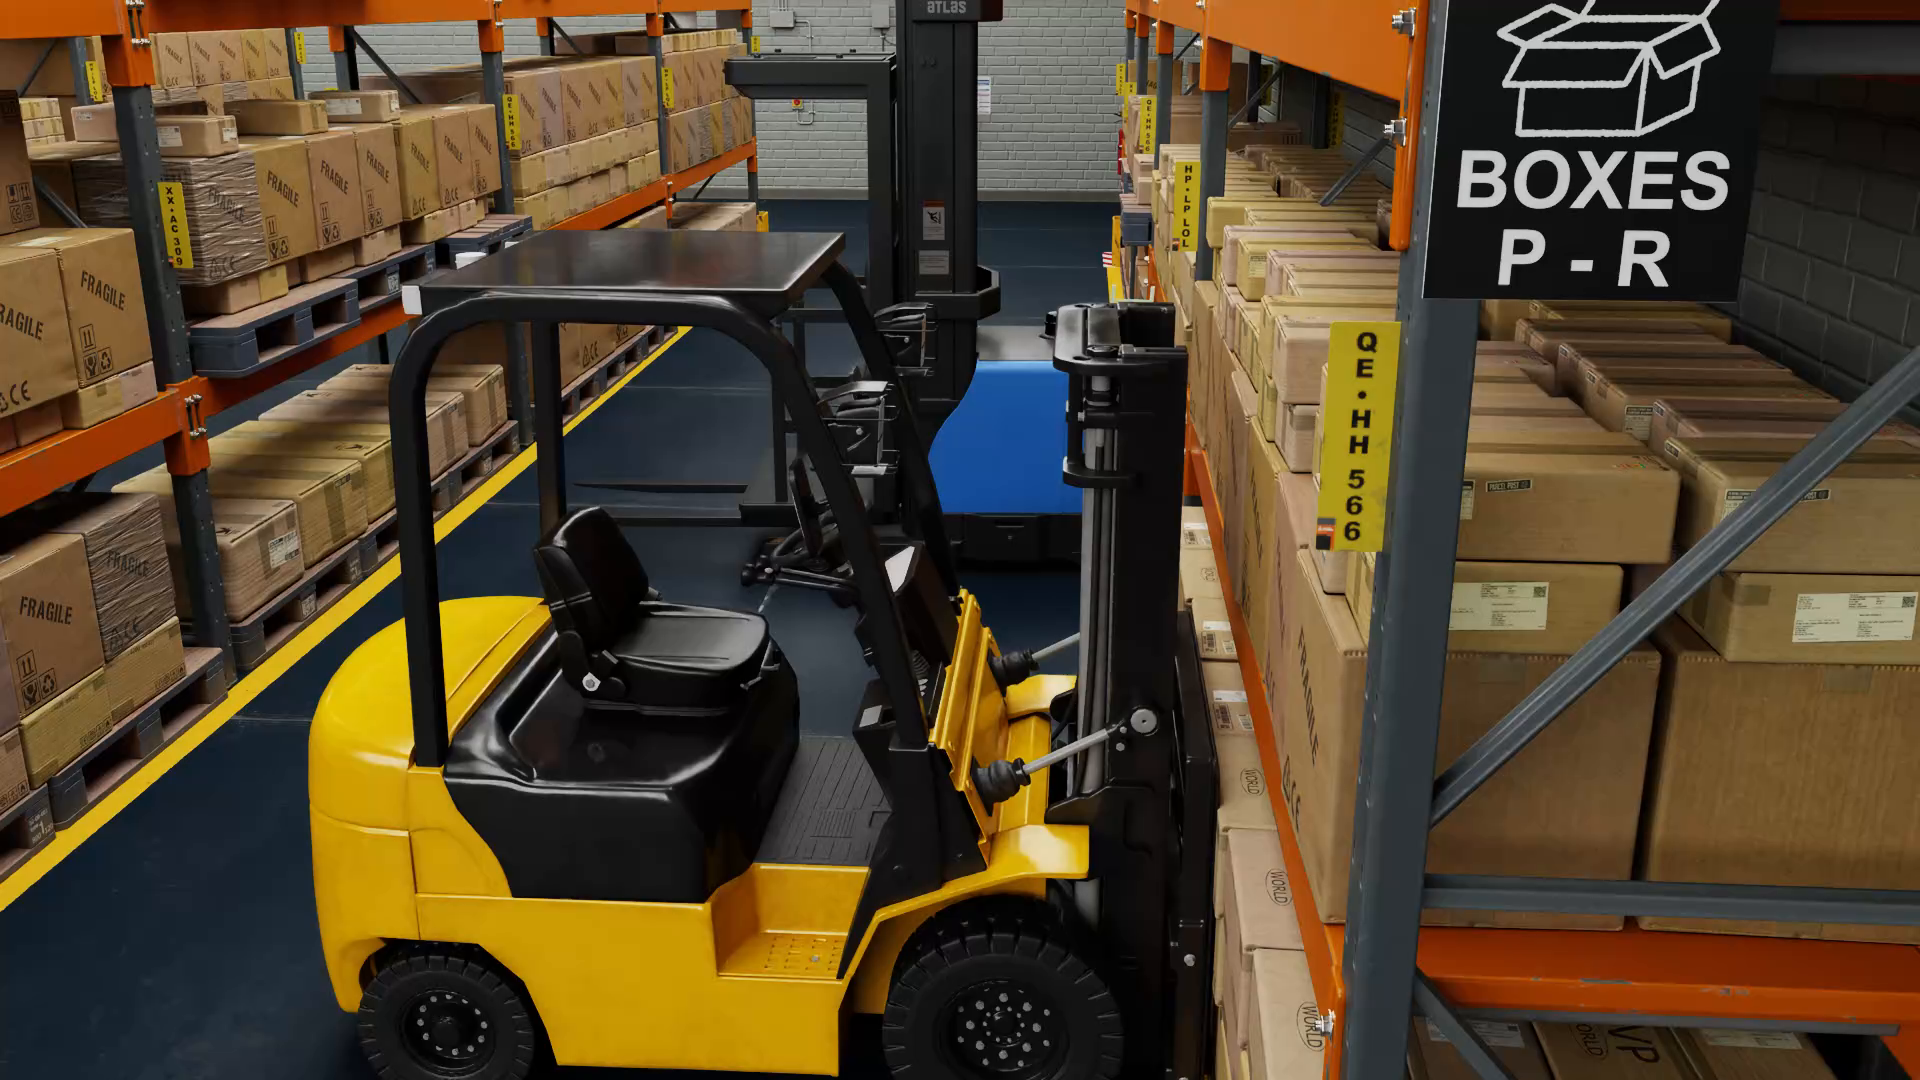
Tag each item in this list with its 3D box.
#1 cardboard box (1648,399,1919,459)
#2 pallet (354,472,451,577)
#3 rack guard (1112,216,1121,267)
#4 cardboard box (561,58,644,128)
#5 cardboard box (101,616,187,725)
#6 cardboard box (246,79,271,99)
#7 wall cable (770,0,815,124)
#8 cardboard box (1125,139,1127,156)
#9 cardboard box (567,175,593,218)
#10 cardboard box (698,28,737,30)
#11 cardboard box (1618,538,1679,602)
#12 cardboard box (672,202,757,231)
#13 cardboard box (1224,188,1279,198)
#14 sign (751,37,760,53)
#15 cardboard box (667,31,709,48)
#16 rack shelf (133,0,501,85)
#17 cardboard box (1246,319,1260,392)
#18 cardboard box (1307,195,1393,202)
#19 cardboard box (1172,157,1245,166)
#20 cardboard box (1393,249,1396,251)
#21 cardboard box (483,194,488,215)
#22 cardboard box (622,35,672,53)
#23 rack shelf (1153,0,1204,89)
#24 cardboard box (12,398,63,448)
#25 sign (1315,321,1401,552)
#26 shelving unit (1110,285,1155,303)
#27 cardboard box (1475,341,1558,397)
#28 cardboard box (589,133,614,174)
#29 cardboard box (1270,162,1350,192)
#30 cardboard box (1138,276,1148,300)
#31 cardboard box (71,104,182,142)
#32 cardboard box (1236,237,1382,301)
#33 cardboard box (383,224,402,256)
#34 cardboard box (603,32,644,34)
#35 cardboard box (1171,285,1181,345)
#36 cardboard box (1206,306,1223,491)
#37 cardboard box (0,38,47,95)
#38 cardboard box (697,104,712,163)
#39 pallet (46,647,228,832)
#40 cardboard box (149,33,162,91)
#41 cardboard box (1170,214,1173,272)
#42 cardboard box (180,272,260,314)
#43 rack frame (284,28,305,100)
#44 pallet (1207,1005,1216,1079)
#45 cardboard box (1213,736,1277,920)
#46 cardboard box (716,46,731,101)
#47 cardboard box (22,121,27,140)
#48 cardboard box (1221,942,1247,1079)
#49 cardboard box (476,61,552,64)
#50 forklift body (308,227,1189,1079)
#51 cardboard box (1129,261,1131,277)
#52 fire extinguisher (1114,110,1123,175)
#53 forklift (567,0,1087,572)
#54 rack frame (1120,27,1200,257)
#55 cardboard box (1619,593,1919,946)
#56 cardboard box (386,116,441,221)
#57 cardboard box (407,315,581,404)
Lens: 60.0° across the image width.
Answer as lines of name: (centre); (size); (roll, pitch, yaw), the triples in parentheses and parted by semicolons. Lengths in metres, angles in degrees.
cardboard box: (1.409, -0.138, 2.847); (0.380, 0.149, 0.250); (2, 18, 6)
pallet: (-3.434, -0.109, 8.916); (1.003, 0.211, 1.213); (1, 18, 4)
rack guard: (2.232, -3.218, 17.941); (1.175, 0.500, 0.348); (1, 18, 4)
cardboard box: (-2.811, -3.514, 13.064); (0.500, 0.500, 0.500); (2, 18, 5)
cardboard box: (-3.348, 0.485, 6.368); (0.500, 0.250, 0.500); (2, 18, 6)
cardboard box: (-7.476, -4.502, 17.206); (0.500, 0.500, 0.500); (1, 18, 3)
wall cable: (-2.332, -6.788, 23.141); (0.585, 1.953, 0.123); (1, 18, 4)
cardboard box: (1.799, -3.815, 16.152); (0.380, 0.149, 0.250); (1, 18, 2)
cardboard box: (-2.938, -2.452, 11.830); (0.500, 0.250, 0.500); (2, 18, 6)
cardboard box: (-2.539, -5.254, 17.332); (0.380, 0.149, 0.250); (2, 18, 5)
cardboard box: (1.328, 0.007, 2.884); (0.380, 0.149, 0.250); (1, 18, 4)
cardboard box: (-2.661, -3.314, 17.659); (0.875, 0.438, 0.875); (1, 18, 2)
cardboard box: (1.219, -1.489, 7.448); (0.380, 0.149, 0.250); (1, 18, 3)
sign: (-2.173, -5.185, 17.691); (0.100, 0.325, 0.005); (1, 18, 4)
cardboard box: (-2.614, -4.775, 15.871); (0.380, 0.149, 0.250); (2, 18, 6)
rack shelf: (-3.430, -2.517, 8.125); (1.077, 0.370, 4.000); (1, 18, 4)
cardboard box: (0.962, -0.485, 4.384); (0.380, 0.149, 0.250); (1, 18, 3)
cardboard box: (1.705, -1.402, 7.182); (0.380, 0.149, 0.250); (1, 18, 3)
cardboard box: (1.331, -1.963, 8.895); (0.380, 0.149, 0.250); (1, 18, 5)
cardboard box: (1.591, -0.934, 5.276); (0.380, 0.149, 0.250); (1, 18, 3)
cardboard box: (-3.076, -2.027, 10.022); (0.380, 0.149, 0.250); (2, 18, 6)
cardboard box: (-2.716, -4.300, 14.420); (0.380, 0.149, 0.250); (2, 18, 5)
rack shelf: (1.521, -2.407, 7.790); (1.077, 0.370, 4.000); (1, 18, 4)
cardboard box: (-3.400, -0.429, 5.819); (0.380, 0.149, 0.250); (1, 18, 4)
sign: (0.551, -0.139, 2.291); (0.100, 0.325, 0.005); (1, 18, 4)
shelving unit: (0.949, -0.765, 9.236); (0.258, 1.200, 0.503); (1, 21, -4)
cardboard box: (0.977, -0.308, 3.366); (0.380, 0.149, 0.250); (1, 18, 4)
cardboard box: (-2.869, -2.845, 12.226); (0.500, 0.250, 0.500); (2, 18, 5)
cardboard box: (1.812, -1.875, 8.625); (0.380, 0.149, 0.250); (1, 18, 4)
cardboard box: (1.623, -1.733, 12.735); (0.500, 0.500, 0.500); (1, 18, 2)
cardboard box: (-3.729, -1.871, 7.463); (0.380, 0.149, 0.250); (1, 18, 2)
cardboard box: (1.008, -0.786, 4.823); (0.380, 0.149, 0.250); (1, 18, 3)
cardboard box: (-3.108, -1.544, 8.548); (0.380, 0.149, 0.250); (1, 18, 2)
cardboard box: (-3.141, -4.626, 15.415); (0.380, 0.149, 0.250); (1, 18, 3)
cardboard box: (1.183, -0.950, 7.245); (0.500, 0.250, 0.500); (1, 18, 4)
cardboard box: (1.065, -0.456, 5.336); (0.500, 0.500, 0.500); (2, 18, 5)
cardboard box: (-8.181, -4.192, 14.655); (0.500, 0.500, 0.500); (1, 18, 2)
cardboard box: (-2.623, -3.795, 15.526); (0.500, 0.500, 0.500); (1, 18, 4)
pallet: (-3.587, 0.722, 6.379); (1.003, 0.211, 1.213); (1, 18, 4)
cardboard box: (-7.647, -4.336, 15.094); (0.500, 0.500, 0.500); (1, 18, 2)
cardboard box: (1.230, -1.345, 7.650); (0.500, 0.250, 0.500); (2, 18, 5)
cardboard box: (-3.219, -1.057, 7.060); (0.380, 0.149, 0.250); (2, 18, 5)
rack frame: (-7.658, -4.618, 18.200); (1.000, 3.000, 0.127); (1, 18, 4)
pallet: (1.194, 1.249, 4.773); (1.003, 0.211, 1.213); (1, 18, 4)
cardboard box: (0.870, 0.706, 4.086); (0.500, 0.250, 0.500); (2, 18, 5)
cardboard box: (-2.557, -4.590, 16.348); (0.500, 0.500, 0.500); (1, 18, 4)
cardboard box: (-7.815, -3.311, 13.460); (0.380, 0.149, 0.250); (2, 18, 6)
cardboard box: (0.861, 1.096, 3.700); (0.500, 0.250, 0.500); (1, 18, 3)
cardboard box: (-3.366, -3.375, 12.639); (0.500, 0.500, 0.500); (1, 18, 3)
forklift body: (-0.593, 0.314, 4.512); (2.313, 2.155, 1.214); (1, 18, 4)
cardboard box: (1.724, -2.378, 15.079); (0.396, 0.266, 0.258); (2, 18, 6)
fire extinguisher: (1.787, -4.271, 17.864); (0.296, 0.674, 0.183); (1, 18, 4)
forklift: (-0.623, -1.396, 8.477); (3.031, 2.935, 1.130); (0, 18, 1)
rack frame: (2.238, -4.429, 17.623); (1.000, 3.000, 0.127); (1, 18, 4)
cardboard box: (1.403, 0.345, 2.893); (0.500, 0.500, 0.500); (2, 18, 6)
cardboard box: (-3.103, -1.978, 8.829); (0.500, 0.500, 0.500); (0, 18, 0)
cardboard box: (-3.155, -1.457, 11.290); (0.875, 0.875, 0.875); (1, 18, 3)
